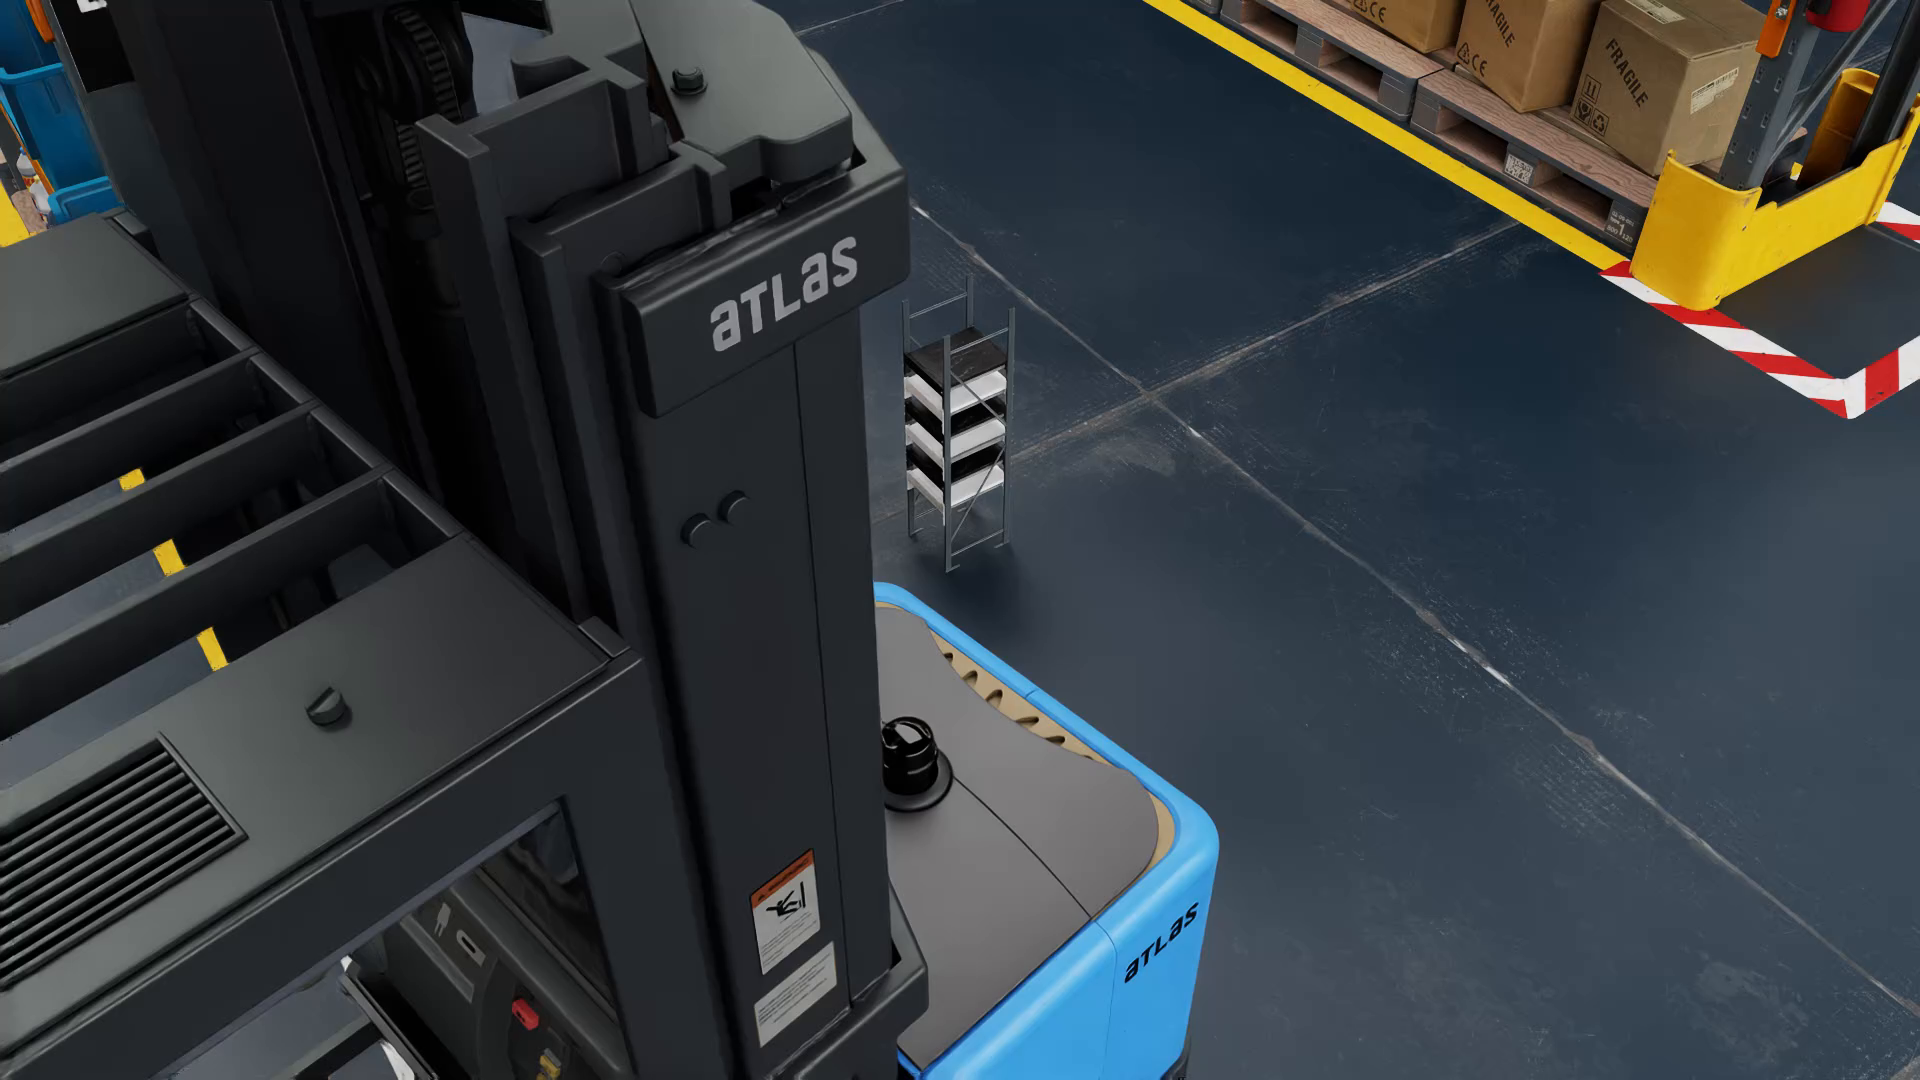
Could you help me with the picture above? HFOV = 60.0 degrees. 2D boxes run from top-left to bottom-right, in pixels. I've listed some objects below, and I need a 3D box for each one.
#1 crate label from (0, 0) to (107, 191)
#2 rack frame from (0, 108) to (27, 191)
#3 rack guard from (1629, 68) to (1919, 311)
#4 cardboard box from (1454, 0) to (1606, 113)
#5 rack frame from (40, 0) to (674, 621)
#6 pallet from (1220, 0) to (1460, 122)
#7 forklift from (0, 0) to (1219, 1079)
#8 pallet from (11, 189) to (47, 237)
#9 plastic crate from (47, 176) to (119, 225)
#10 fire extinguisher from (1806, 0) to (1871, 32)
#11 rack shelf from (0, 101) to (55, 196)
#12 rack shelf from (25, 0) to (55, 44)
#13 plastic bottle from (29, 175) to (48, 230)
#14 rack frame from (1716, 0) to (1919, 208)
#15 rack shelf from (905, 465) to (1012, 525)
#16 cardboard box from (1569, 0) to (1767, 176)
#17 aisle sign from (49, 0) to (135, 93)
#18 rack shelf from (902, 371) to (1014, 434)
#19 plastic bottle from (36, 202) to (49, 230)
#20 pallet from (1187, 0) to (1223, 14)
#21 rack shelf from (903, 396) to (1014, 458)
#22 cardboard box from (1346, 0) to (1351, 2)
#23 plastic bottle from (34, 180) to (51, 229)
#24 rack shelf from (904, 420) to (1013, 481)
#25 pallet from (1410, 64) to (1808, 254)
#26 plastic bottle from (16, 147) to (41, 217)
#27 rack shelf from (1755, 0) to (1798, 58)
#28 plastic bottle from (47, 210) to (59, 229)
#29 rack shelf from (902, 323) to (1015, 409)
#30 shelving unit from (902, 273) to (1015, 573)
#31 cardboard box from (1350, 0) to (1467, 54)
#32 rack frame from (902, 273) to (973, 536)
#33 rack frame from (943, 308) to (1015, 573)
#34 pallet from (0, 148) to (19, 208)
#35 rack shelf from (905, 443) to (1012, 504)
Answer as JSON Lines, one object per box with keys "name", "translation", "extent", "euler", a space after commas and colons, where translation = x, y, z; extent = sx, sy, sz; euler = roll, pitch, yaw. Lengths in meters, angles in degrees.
{"name": "crate label", "translation": [-2.202, -1.189, 4.298], "extent": [0.502, 0.435, 0.616], "euler": [-26, 49, -24]}
{"name": "rack frame", "translation": [-3.215, -2.506, 5.703], "extent": [1.000, 3.000, 0.127], "euler": [-26, 49, -24]}
{"name": "rack guard", "translation": [3.092, -1.336, 6.288], "extent": [1.175, 0.500, 0.348], "euler": [-26, 49, -24]}
{"name": "cardboard box", "translation": [2.422, -2.130, 6.815], "extent": [0.500, 0.500, 0.500], "euler": [-14, 45, -14]}
{"name": "rack frame", "translation": [-0.927, -0.241, 3.330], "extent": [1.000, 3.000, 0.127], "euler": [-26, 49, -24]}
{"name": "pallet", "translation": [1.962, -2.396, 7.607], "extent": [1.003, 0.211, 1.213], "euler": [-26, 49, -24]}
{"name": "forklift", "translation": [-0.891, 0.734, 2.358], "extent": [3.031, 2.935, 1.130], "euler": [-34, 53, -31]}
{"name": "pallet", "translation": [-2.865, -1.101, 6.250], "extent": [1.003, 0.211, 1.213], "euler": [-26, 49, -24]}
{"name": "plastic crate", "translation": [-1.825, -0.722, 3.942], "extent": [0.499, 0.251, 0.408], "euler": [-26, 49, -24]}
{"name": "fire extinguisher", "translation": [2.823, -1.922, 5.147], "extent": [0.296, 0.674, 0.183], "euler": [-26, 49, -24]}
{"name": "rack shelf", "translation": [-2.071, -1.113, 4.765], "extent": [1.077, 0.370, 4.000], "euler": [-26, 49, -24]}
{"name": "rack shelf", "translation": [-2.071, -2.198, 3.729], "extent": [1.077, 0.370, 4.000], "euler": [-26, 49, -24]}
{"name": "plastic bottle", "translation": [-3.334, -1.242, 6.086], "extent": [0.097, 0.201, 0.097], "euler": [0, 44, 0]}
{"name": "rack frame", "translation": [3.136, -2.197, 5.379], "extent": [1.000, 3.000, 0.127], "euler": [-26, 49, -24]}
{"name": "rack shelf", "translation": [-0.005, -0.176, 5.091], "extent": [0.258, 0.077, 0.200], "euler": [-26, 49, -24]}
{"name": "cardboard box", "translation": [2.792, -1.805, 6.475], "extent": [0.500, 0.500, 0.500], "euler": [-17, 46, -17]}
{"name": "aisle sign", "translation": [-1.129, -1.023, 2.266], "extent": [0.394, 0.787, 0.004], "euler": [-26, 49, -24]}
{"name": "rack shelf", "translation": [-0.005, -0.436, 4.843], "extent": [0.258, 0.077, 0.200], "euler": [-26, 49, -24]}
{"name": "plastic bottle", "translation": [-3.276, -1.184, 6.026], "extent": [0.097, 0.201, 0.097], "euler": [0, 44, 0]}
{"name": "pallet", "translation": [1.260, -3.088, 8.331], "extent": [1.003, 0.211, 1.213], "euler": [-26, 49, -24]}
{"name": "rack shelf", "translation": [-0.005, -0.371, 4.905], "extent": [0.258, 0.077, 0.200], "euler": [-26, 49, -24]}
{"name": "cardboard box", "translation": [1.797, -2.826, 7.544], "extent": [0.500, 0.500, 0.500], "euler": [-30, 51, -28]}
{"name": "plastic bottle", "translation": [-3.185, -1.154, 5.941], "extent": [0.152, 0.276, 0.135], "euler": [-24, 49, -23]}
{"name": "rack shelf", "translation": [-0.005, -0.306, 4.967], "extent": [0.258, 0.077, 0.200], "euler": [-26, 49, -24]}
{"name": "pallet", "translation": [2.656, -1.706, 6.884], "extent": [1.003, 0.211, 1.213], "euler": [-26, 49, -24]}
{"name": "plastic bottle", "translation": [-3.392, -1.325, 6.123], "extent": [0.097, 0.271, 0.097], "euler": [0, 44, 0]}
{"name": "rack shelf", "translation": [1.991, -3.070, 6.814], "extent": [1.077, 0.370, 4.000], "euler": [-26, 49, -24]}
{"name": "plastic bottle", "translation": [-3.094, -1.086, 5.815], "extent": [0.144, 0.351, 0.185], "euler": [-24, 49, -23]}
{"name": "rack shelf", "translation": [-0.005, -0.501, 4.781], "extent": [0.258, 0.077, 0.200], "euler": [-26, 49, -24]}
{"name": "shelving unit", "translation": [-0.005, -0.330, 4.944], "extent": [0.258, 0.900, 0.210], "euler": [-26, 49, -24]}
{"name": "cardboard box", "translation": [2.079, -2.492, 7.195], "extent": [0.500, 0.500, 0.500], "euler": [-21, 48, -21]}
{"name": "rack frame", "translation": [-0.063, -0.388, 5.004], "extent": [0.240, 0.900, 0.006], "euler": [-26, 49, -24]}
{"name": "rack frame", "translation": [0.054, -0.273, 4.884], "extent": [0.240, 0.900, 0.006], "euler": [-26, 49, -24]}
{"name": "pallet", "translation": [-3.696, -1.927, 7.116], "extent": [1.003, 0.211, 1.213], "euler": [-26, 49, -24]}
{"name": "rack shelf", "translation": [-0.005, -0.241, 5.029], "extent": [0.258, 0.077, 0.200], "euler": [-26, 49, -24]}
